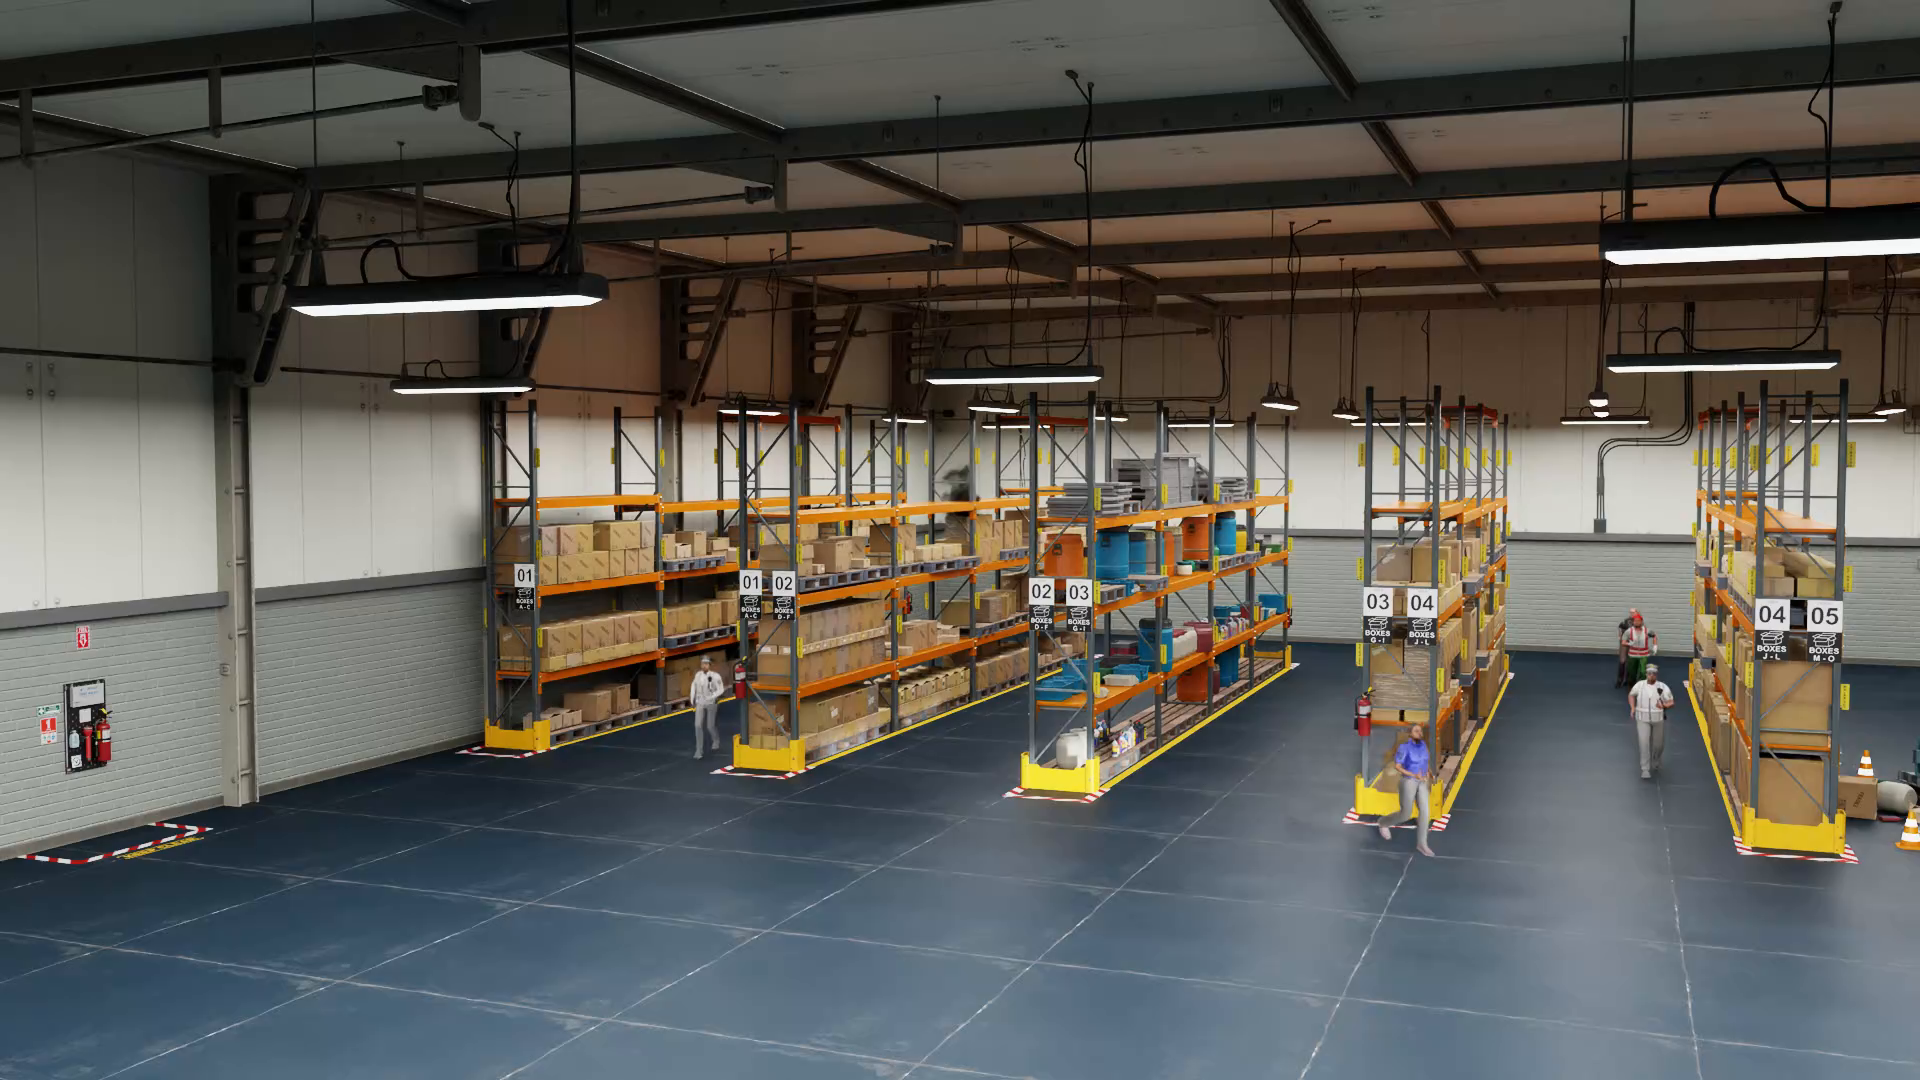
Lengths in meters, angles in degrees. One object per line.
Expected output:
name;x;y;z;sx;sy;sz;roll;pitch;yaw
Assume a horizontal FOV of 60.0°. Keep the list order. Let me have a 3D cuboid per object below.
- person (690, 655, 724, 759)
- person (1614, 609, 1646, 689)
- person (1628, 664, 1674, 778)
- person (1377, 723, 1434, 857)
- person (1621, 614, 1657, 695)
person;-4.276;2.788;28.040;0.648;1.716;0.852;1;3;12
person;14.634;2.369;36.201;0.655;1.757;0.728;2;3;29
person;10.870;2.821;26.175;0.673;1.750;0.944;1;3;22
person;5.757;3.145;21.228;0.588;1.660;0.867;-1;3;-26
person;13.940;2.426;34.138;0.672;1.831;0.927;1;3;25
